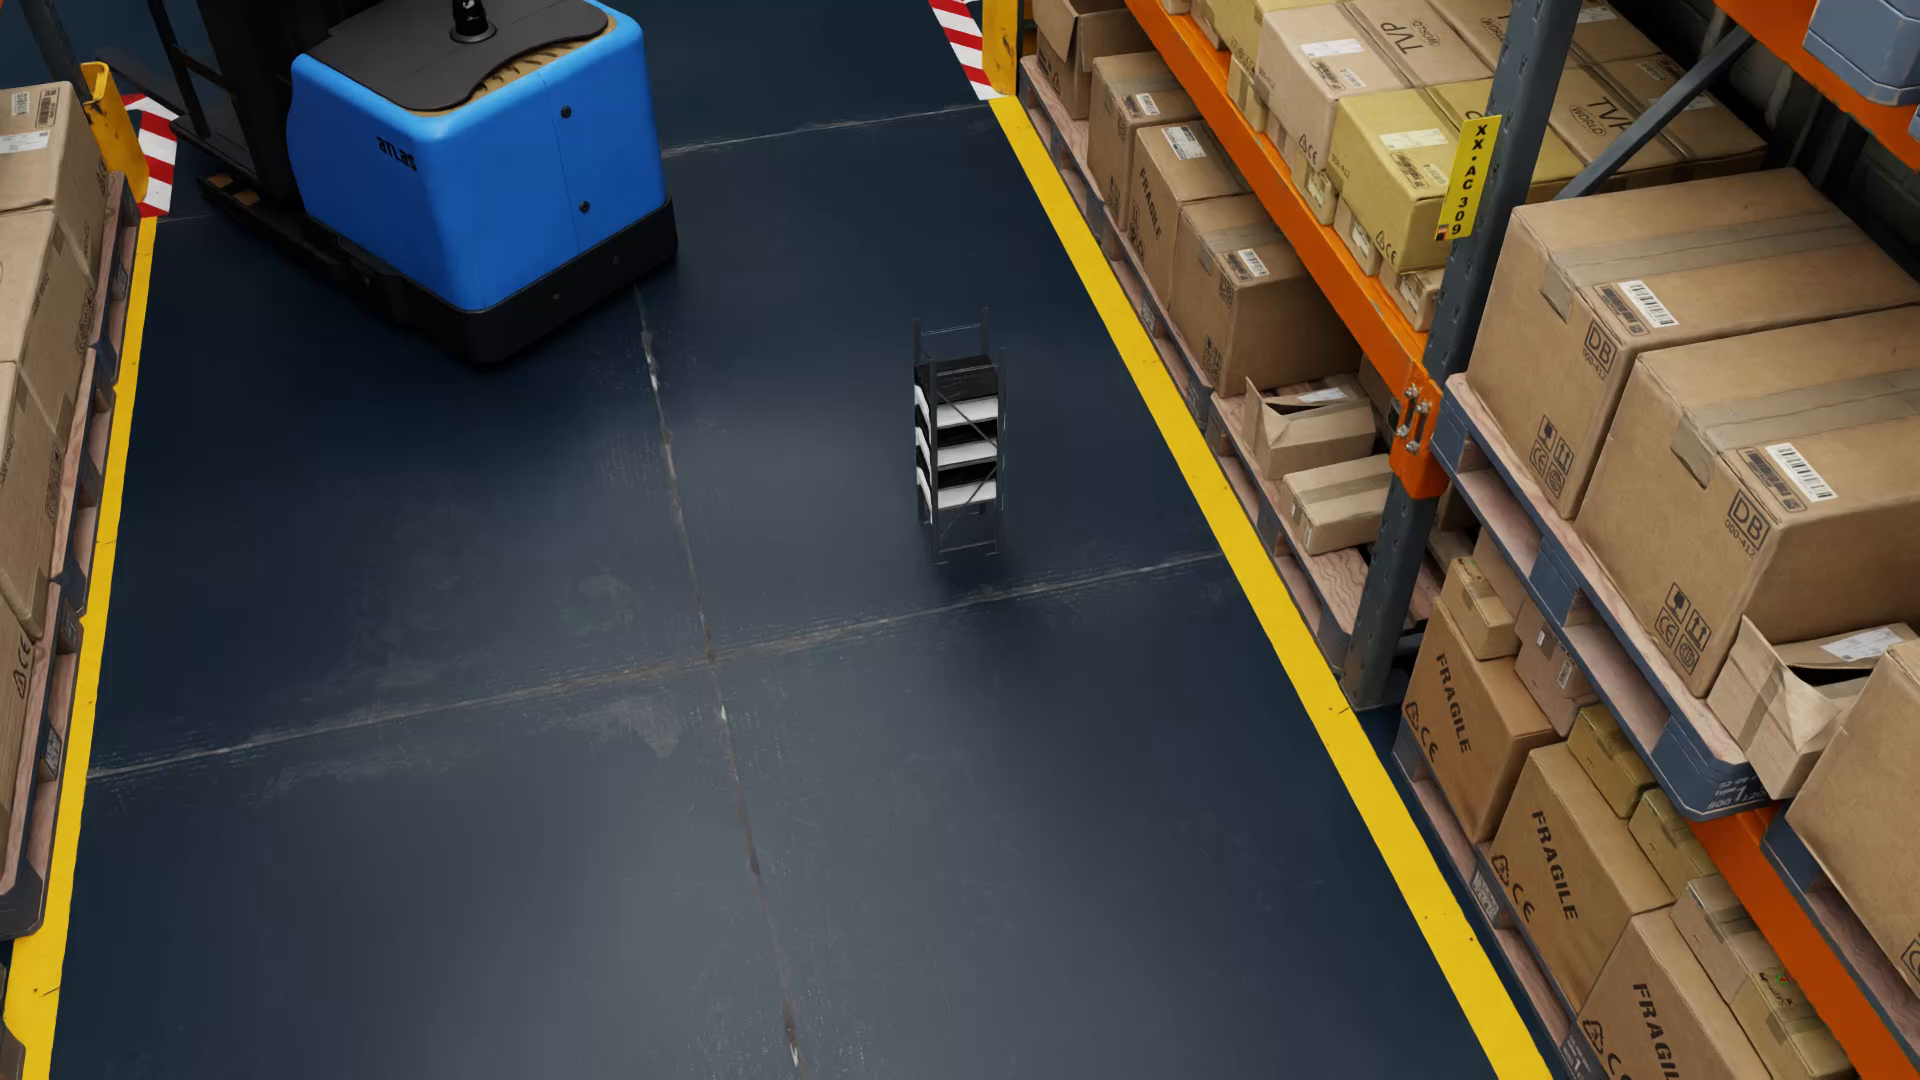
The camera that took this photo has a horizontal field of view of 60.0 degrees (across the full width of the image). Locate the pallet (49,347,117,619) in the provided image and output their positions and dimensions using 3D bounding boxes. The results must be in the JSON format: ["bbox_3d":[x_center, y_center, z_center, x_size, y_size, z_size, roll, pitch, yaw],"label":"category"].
[{"bbox_3d":[-3.528,-0.136,5.736,1.003,0.211,1.213,-11,47,-10],"label":"pallet"}]

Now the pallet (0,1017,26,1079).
[{"bbox_3d":[-2.822,1.766,3.872,1.003,0.211,1.213,-11,47,-10],"label":"pallet"}]

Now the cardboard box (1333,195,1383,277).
[{"bbox_3d":[1.291,-0.901,4.709,0.380,0.149,0.250,-10,46,-9],"label":"cardboard box"}]

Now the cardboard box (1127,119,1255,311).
[{"bbox_3d":[0.965,-1.253,6.334,0.500,0.500,0.500,-10,46,-10],"label":"cardboard box"}]

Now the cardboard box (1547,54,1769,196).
[{"bbox_3d":[1.839,-1.082,4.607,0.500,0.250,0.500,-11,47,-11],"label":"cardboard box"}]

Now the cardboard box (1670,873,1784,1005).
[{"bbox_3d":[1.873,0.876,3.793,0.380,0.149,0.250,-11,47,-10],"label":"cardboard box"}]

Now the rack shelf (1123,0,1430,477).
[{"bbox_3d":[1.192,-1.768,5.886,1.077,0.370,4.000,-11,47,-10],"label":"rack shelf"}]

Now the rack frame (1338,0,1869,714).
[{"bbox_3d":[1.704,-0.639,4.276,1.000,3.000,0.127,-11,47,-10],"label":"rack frame"}]

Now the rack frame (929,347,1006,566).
[{"bbox_3d":[0.024,-0.250,5.365,0.240,0.900,0.006,-11,47,-10],"label":"rack frame"}]

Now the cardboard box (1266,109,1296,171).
[{"bbox_3d":[1.160,-1.262,5.062,0.380,0.149,0.250,-10,46,-9],"label":"cardboard box"}]

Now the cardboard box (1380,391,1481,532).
[{"bbox_3d":[1.764,-0.344,5.576,0.500,0.311,0.500,-9,46,-9],"label":"cardboard box"}]

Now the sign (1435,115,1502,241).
[{"bbox_3d":[1.182,-0.838,3.865,0.100,0.325,0.005,-11,47,-10],"label":"sign"}]

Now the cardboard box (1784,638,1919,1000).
[{"bbox_3d":[1.946,0.453,2.842,0.700,0.500,0.500,-11,47,-11],"label":"cardboard box"}]

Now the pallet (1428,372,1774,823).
[{"bbox_3d":[1.804,0.000,3.784,1.003,0.211,1.213,-11,47,-10],"label":"pallet"}]

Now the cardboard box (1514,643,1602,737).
[{"bbox_3d":[1.685,0.335,4.323,0.380,0.149,0.250,-12,47,-11],"label":"cardboard box"}]

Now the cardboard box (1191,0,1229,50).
[{"bbox_3d":[1.001,-1.794,5.584,0.380,0.149,0.250,-11,47,-10],"label":"cardboard box"}]

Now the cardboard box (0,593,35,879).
[{"bbox_3d":[-3.150,0.568,4.593,0.875,0.438,0.875,-11,47,-11],"label":"cardboard box"}]

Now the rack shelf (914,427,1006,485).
[{"bbox_3d":[-0.002,-0.297,5.458,0.258,0.077,0.200,-11,47,-10],"label":"rack shelf"}]

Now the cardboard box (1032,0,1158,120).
[{"bbox_3d":[0.745,-2.234,7.293,0.797,0.503,0.637,-12,47,-12],"label":"cardboard box"}]

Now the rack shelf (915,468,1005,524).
[{"bbox_3d":[-0.002,-0.171,5.586,0.258,0.077,0.200,-11,47,-10],"label":"rack shelf"}]

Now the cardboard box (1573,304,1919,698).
[{"bbox_3d":[1.745,-0.089,3.373,0.700,0.500,0.500,-10,46,-10],"label":"cardboard box"}]

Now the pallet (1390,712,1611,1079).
[{"bbox_3d":[1.949,0.892,4.729,1.003,0.211,1.213,-11,47,-10],"label":"pallet"}]

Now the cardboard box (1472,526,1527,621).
[{"bbox_3d":[1.598,0.043,4.401,0.380,0.149,0.250,-11,47,-11],"label":"cardboard box"}]

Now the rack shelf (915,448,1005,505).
[{"bbox_3d":[-0.002,-0.234,5.522,0.258,0.077,0.200,-11,47,-10],"label":"rack shelf"}]

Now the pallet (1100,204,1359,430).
[{"bbox_3d":[1.214,-0.981,6.564,1.003,0.211,1.213,-11,47,-10],"label":"pallet"}]

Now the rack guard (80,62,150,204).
[{"bbox_3d":[-4.123,-1.632,7.000,1.175,0.500,0.348,-11,47,-10],"label":"rack guard"}]

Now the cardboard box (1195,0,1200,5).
[{"bbox_3d":[0.950,-2.043,5.549,0.500,0.250,0.500,-12,47,-11],"label":"cardboard box"}]

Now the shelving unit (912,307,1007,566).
[{"bbox_3d":[-0.002,-0.321,5.434,0.258,0.900,0.210,-11,47,-10],"label":"shelving unit"}]

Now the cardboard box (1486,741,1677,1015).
[{"bbox_3d":[1.757,0.830,4.293,0.500,0.500,0.500,-11,47,-11],"label":"cardboard box"}]

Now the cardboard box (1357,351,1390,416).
[{"bbox_3d":[1.653,-0.587,5.927,0.380,0.149,0.250,-11,47,-11],"label":"cardboard box"}]

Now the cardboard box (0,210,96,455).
[{"bbox_3d":[-3.609,-0.673,5.809,0.875,0.438,0.875,-10,46,-9],"label":"cardboard box"}]

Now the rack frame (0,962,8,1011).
[{"bbox_3d":[-3.093,0.271,3.384,1.000,3.000,0.127,-11,47,-10],"label":"rack frame"}]

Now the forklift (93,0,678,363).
[{"bbox_3d":[-2.609,-2.597,6.243,3.031,2.935,1.130,31,53,27],"label":"forklift"}]

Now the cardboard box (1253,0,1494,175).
[{"bbox_3d":[1.196,-1.341,4.861,0.500,0.250,0.500,-11,47,-10],"label":"cardboard box"}]

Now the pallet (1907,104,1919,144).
[{"bbox_3d":[2.072,-0.445,2.117,1.213,0.211,1.003,-11,47,-10],"label":"pallet"}]
